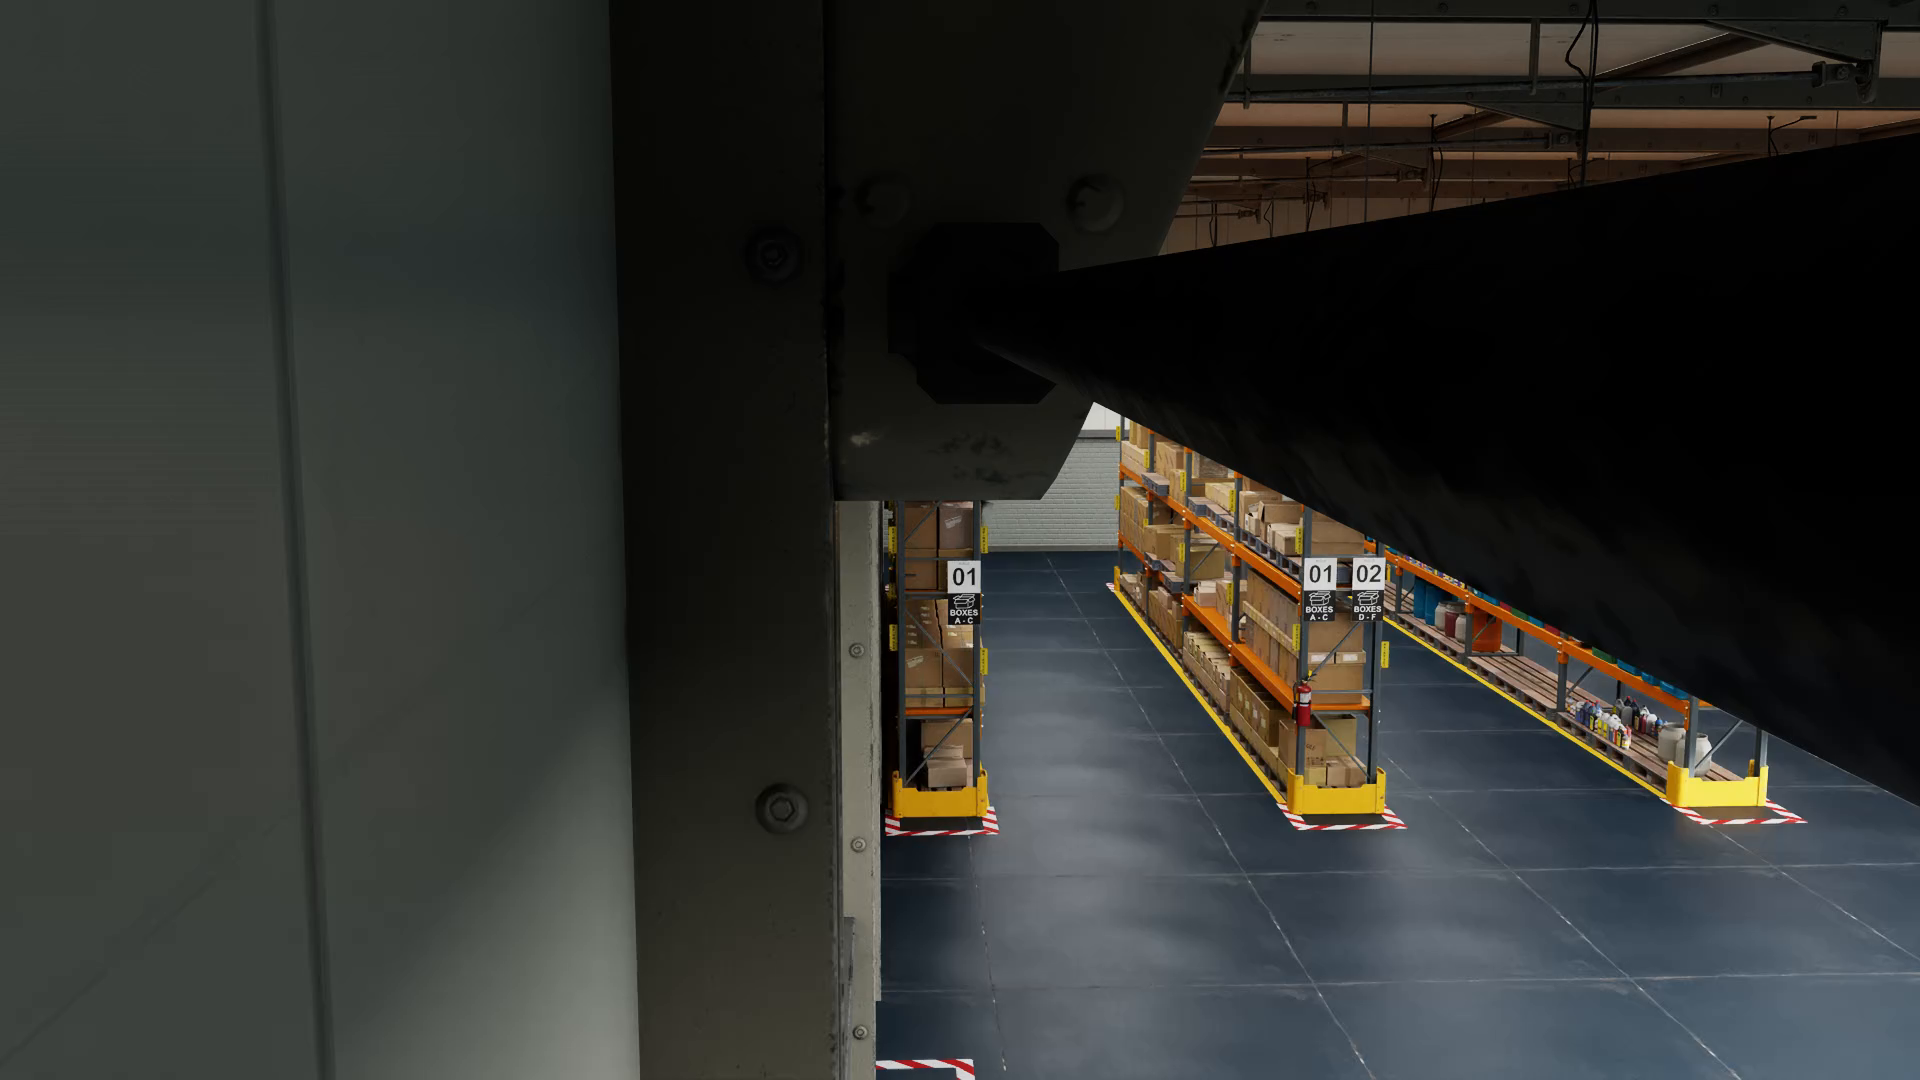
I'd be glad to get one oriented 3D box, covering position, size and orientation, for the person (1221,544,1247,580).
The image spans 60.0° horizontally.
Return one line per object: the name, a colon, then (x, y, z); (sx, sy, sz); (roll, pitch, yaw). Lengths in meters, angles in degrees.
person: (5.854, 0.438, 35.258); (0.665, 1.716, 0.737); (-1, 8, -9)
